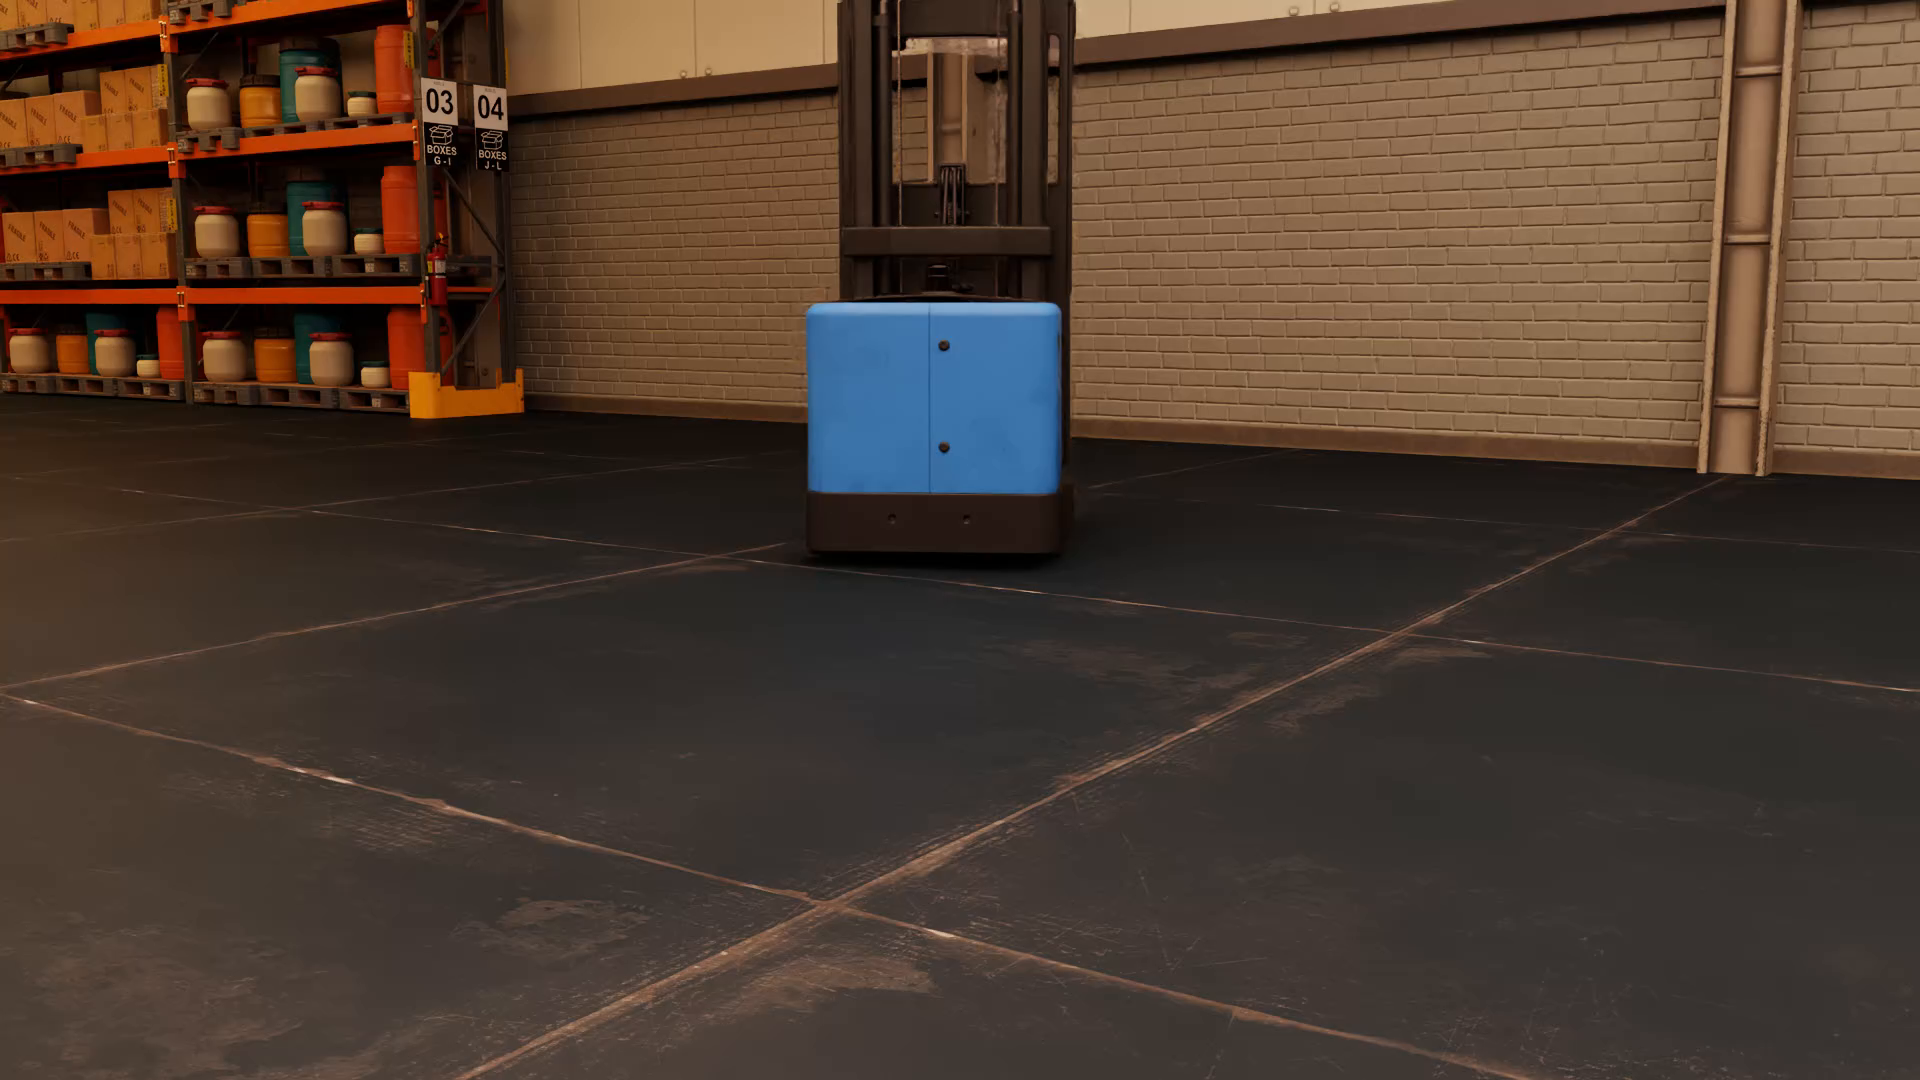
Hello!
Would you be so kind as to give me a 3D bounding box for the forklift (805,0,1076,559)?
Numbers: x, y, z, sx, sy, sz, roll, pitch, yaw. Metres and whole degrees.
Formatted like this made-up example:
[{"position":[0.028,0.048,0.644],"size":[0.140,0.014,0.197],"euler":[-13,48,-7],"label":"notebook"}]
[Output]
[{"position":[-0.001,-1.541,8.030],"size":[1.130,2.935,3.031],"euler":[1,8,5],"label":"forklift"}]
